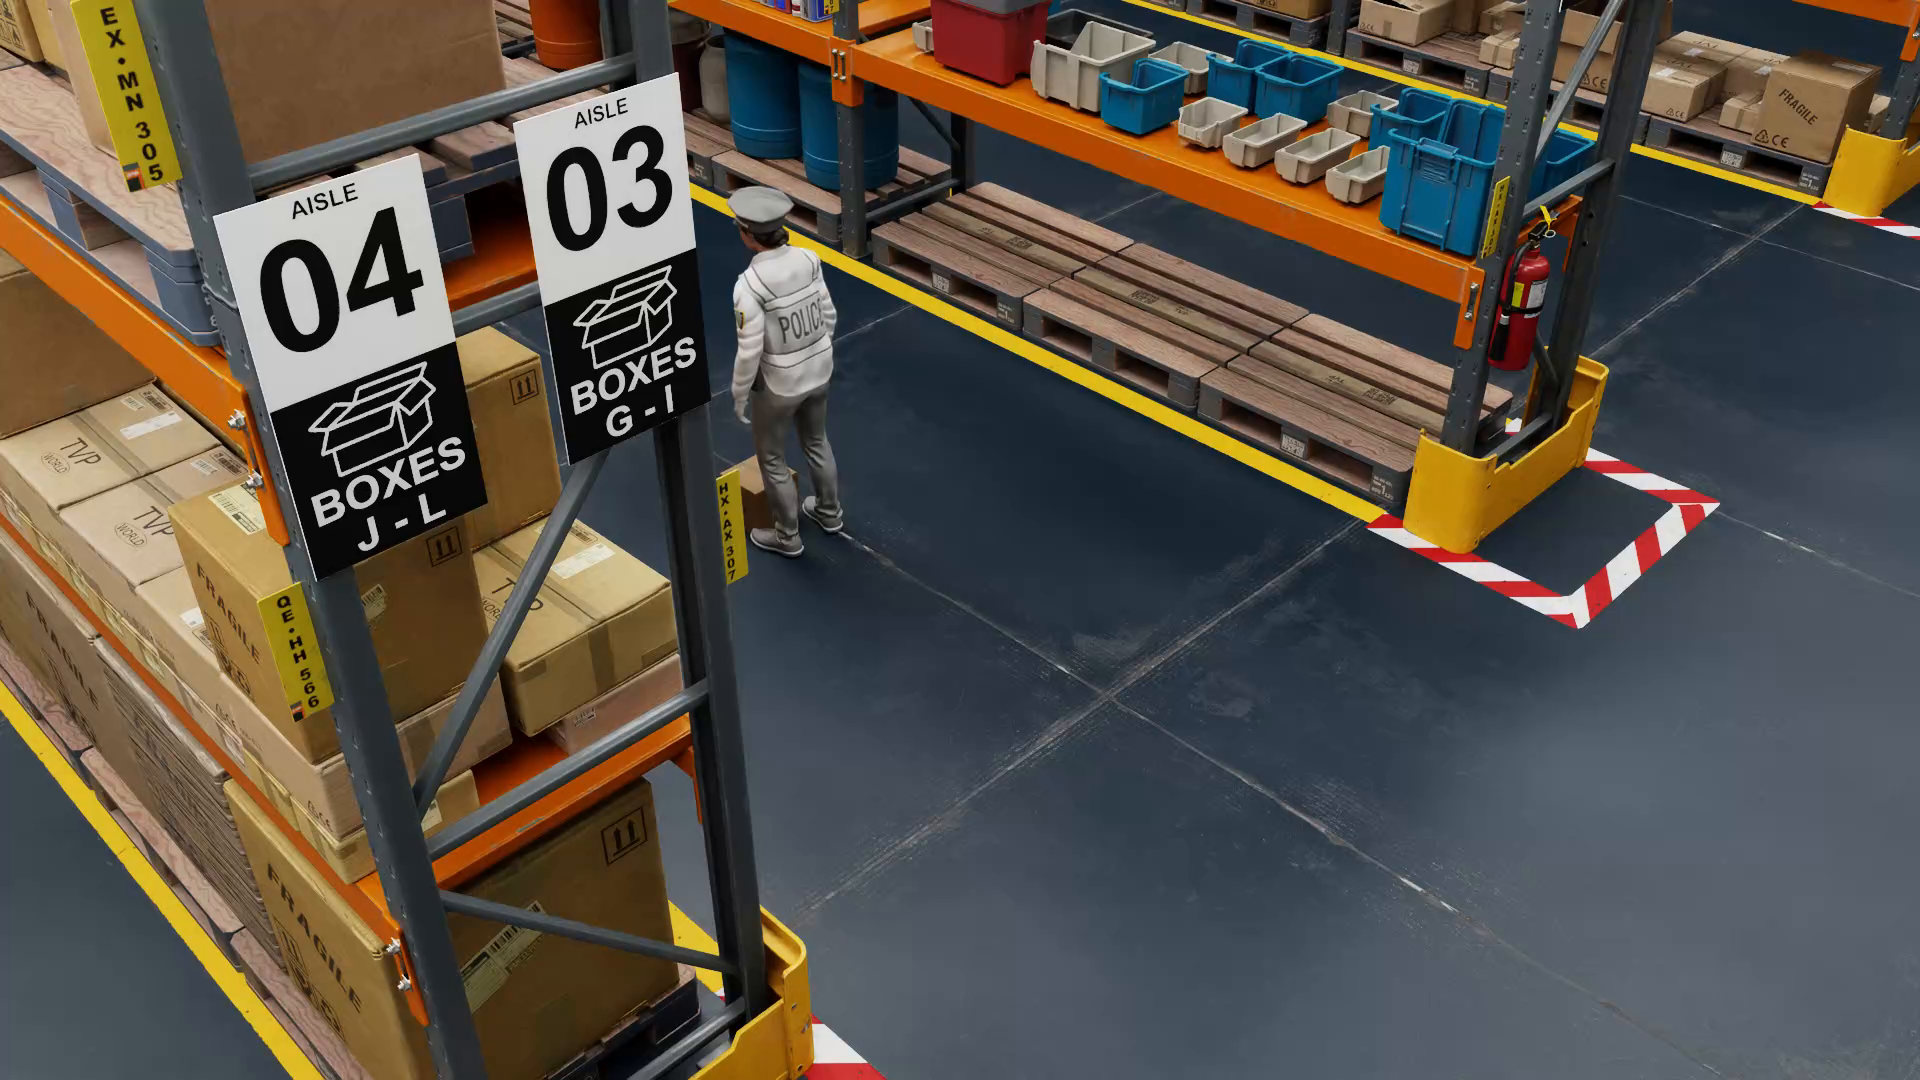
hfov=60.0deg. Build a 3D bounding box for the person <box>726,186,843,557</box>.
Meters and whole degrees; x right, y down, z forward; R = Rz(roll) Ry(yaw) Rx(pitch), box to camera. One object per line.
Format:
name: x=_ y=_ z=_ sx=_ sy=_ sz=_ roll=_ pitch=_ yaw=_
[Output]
person: x=-0.748 y=-0.684 z=7.096 sx=0.377 sy=1.663 sz=0.539 roll=29 pitch=45 yaw=34
